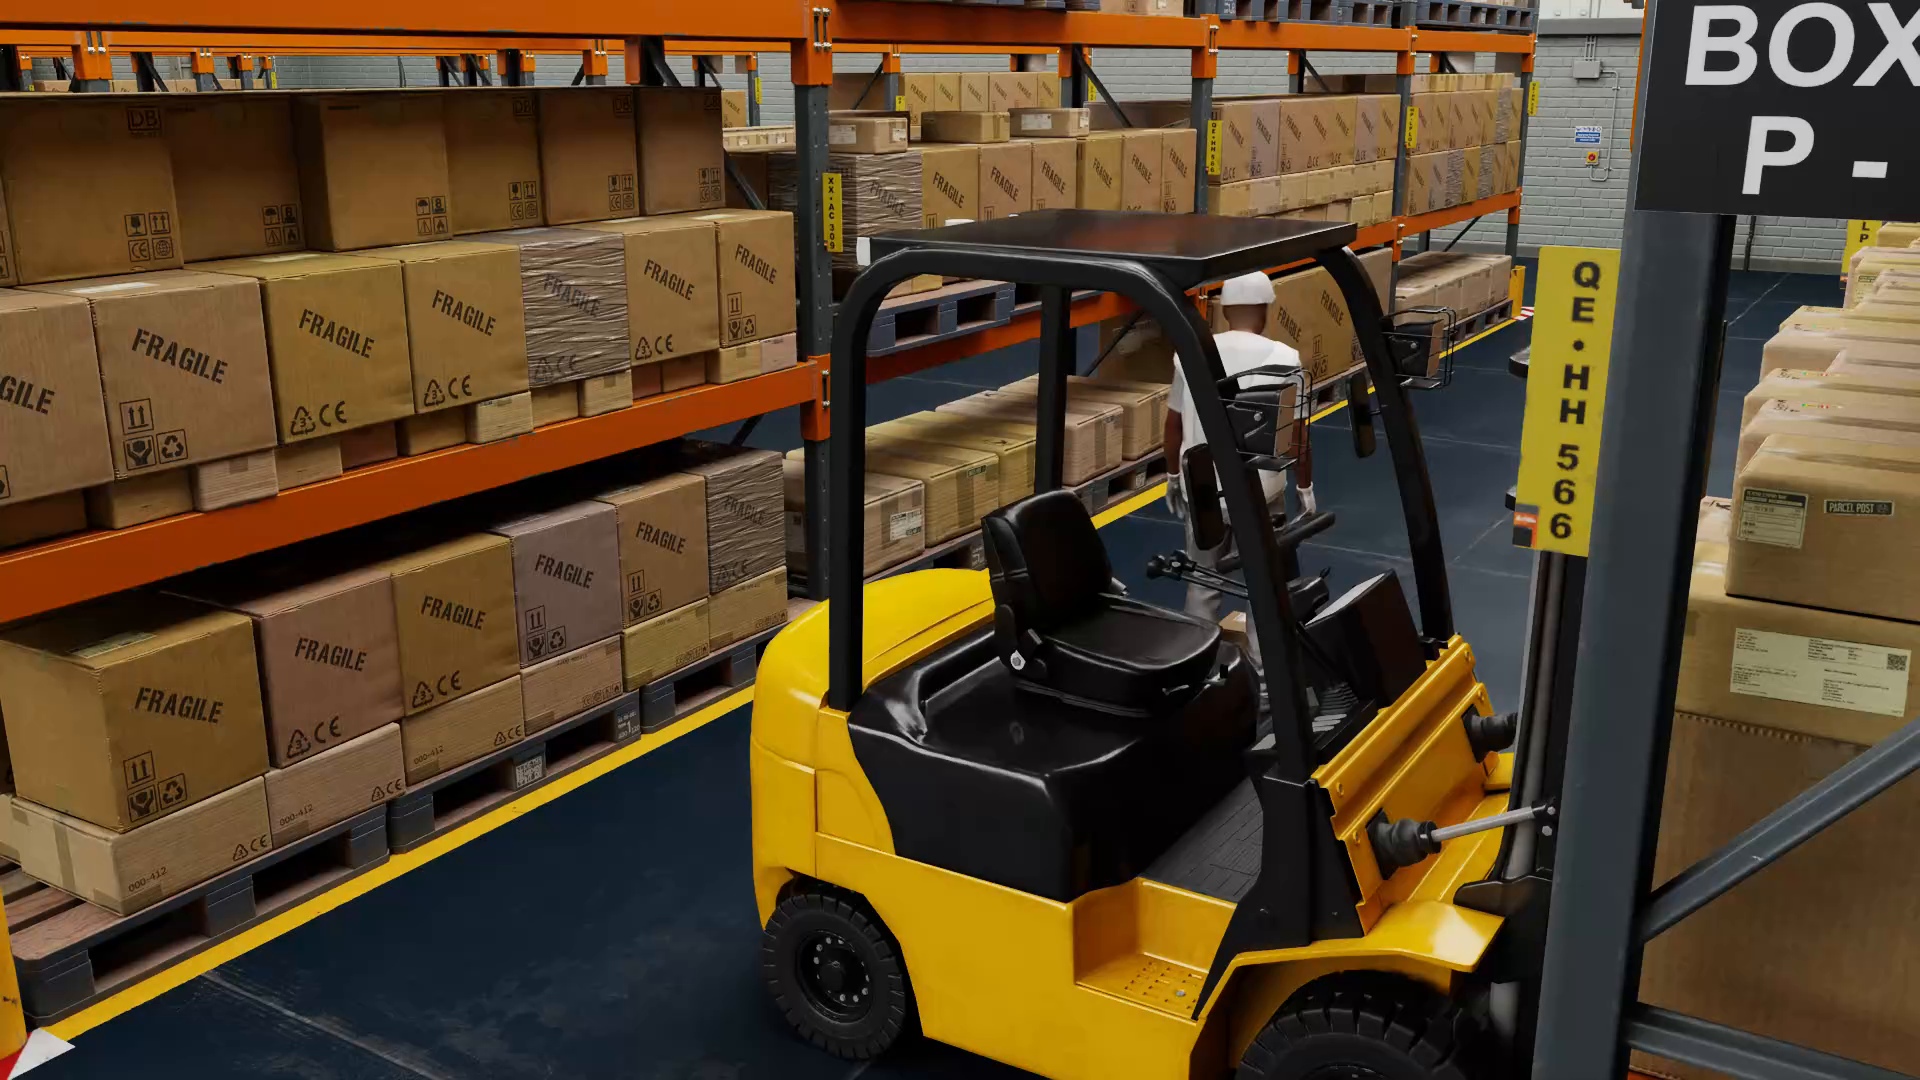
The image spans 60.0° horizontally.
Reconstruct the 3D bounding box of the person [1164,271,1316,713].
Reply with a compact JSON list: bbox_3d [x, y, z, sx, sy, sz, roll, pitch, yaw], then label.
[{"bbox_3d":[1.124,-0.203,6.718,0.630,1.774,0.451,9,18,29],"label":"person"}]
